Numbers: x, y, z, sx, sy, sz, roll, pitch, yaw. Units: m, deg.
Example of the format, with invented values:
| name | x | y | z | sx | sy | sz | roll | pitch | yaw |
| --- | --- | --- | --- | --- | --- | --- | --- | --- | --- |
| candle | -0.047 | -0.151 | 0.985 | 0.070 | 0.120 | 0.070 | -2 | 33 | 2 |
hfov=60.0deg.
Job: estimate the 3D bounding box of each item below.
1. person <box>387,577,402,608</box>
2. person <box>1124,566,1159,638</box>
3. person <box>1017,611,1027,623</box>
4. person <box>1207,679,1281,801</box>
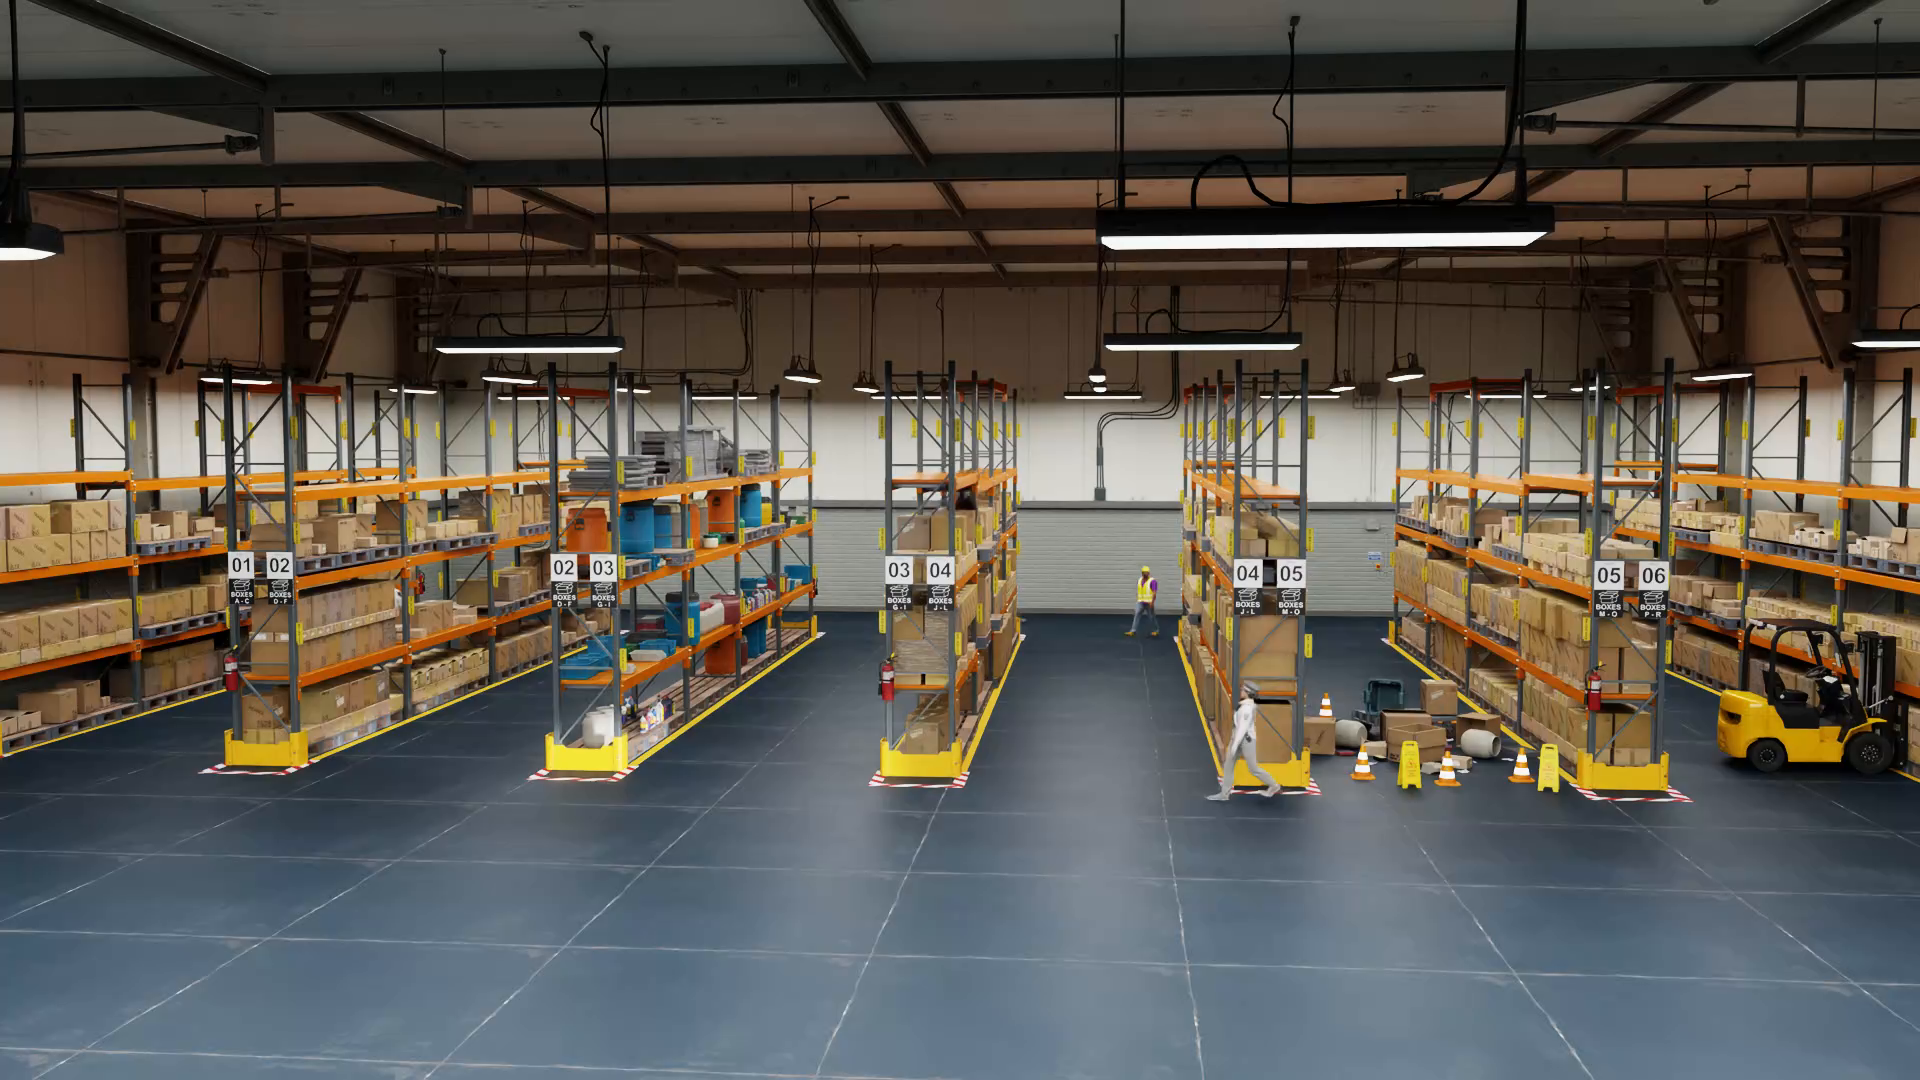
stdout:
| name | x | y | z | sx | sy | sz | roll | pitch | yaw |
| --- | --- | --- | --- | --- | --- | --- | --- | --- | --- |
| person | -12.585 | 1.712 | 36.933 | 0.440 | 1.803 | 0.562 | 1 | 4 | 10 |
| person | 4.416 | 1.487 | 39.996 | 0.626 | 1.698 | 1.086 | 3 | 5 | 38 |
| person | 1.144 | 1.304 | 42.995 | 1.161 | 1.725 | 0.696 | 2 | 4 | 24 |
| person | 3.846 | 2.700 | 22.370 | 0.957 | 1.654 | 0.444 | -1 | 4 | -18 |
